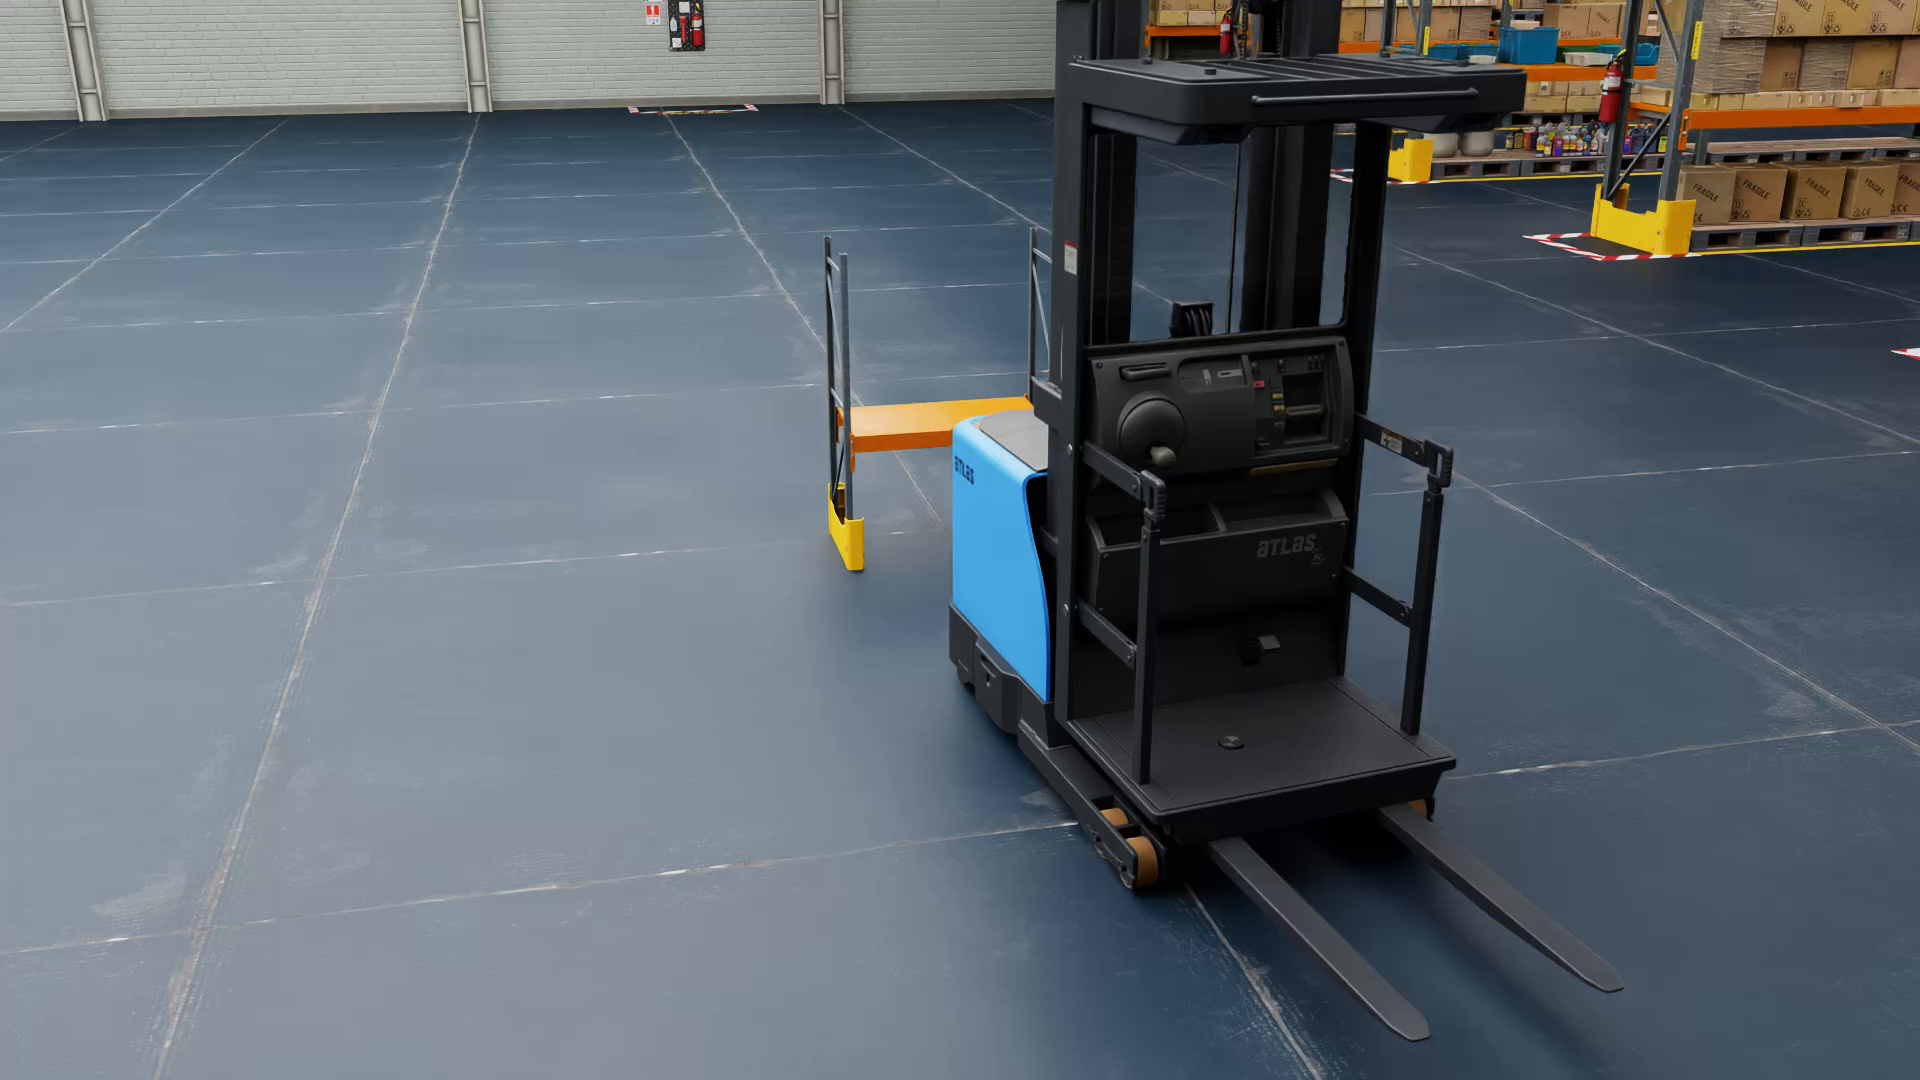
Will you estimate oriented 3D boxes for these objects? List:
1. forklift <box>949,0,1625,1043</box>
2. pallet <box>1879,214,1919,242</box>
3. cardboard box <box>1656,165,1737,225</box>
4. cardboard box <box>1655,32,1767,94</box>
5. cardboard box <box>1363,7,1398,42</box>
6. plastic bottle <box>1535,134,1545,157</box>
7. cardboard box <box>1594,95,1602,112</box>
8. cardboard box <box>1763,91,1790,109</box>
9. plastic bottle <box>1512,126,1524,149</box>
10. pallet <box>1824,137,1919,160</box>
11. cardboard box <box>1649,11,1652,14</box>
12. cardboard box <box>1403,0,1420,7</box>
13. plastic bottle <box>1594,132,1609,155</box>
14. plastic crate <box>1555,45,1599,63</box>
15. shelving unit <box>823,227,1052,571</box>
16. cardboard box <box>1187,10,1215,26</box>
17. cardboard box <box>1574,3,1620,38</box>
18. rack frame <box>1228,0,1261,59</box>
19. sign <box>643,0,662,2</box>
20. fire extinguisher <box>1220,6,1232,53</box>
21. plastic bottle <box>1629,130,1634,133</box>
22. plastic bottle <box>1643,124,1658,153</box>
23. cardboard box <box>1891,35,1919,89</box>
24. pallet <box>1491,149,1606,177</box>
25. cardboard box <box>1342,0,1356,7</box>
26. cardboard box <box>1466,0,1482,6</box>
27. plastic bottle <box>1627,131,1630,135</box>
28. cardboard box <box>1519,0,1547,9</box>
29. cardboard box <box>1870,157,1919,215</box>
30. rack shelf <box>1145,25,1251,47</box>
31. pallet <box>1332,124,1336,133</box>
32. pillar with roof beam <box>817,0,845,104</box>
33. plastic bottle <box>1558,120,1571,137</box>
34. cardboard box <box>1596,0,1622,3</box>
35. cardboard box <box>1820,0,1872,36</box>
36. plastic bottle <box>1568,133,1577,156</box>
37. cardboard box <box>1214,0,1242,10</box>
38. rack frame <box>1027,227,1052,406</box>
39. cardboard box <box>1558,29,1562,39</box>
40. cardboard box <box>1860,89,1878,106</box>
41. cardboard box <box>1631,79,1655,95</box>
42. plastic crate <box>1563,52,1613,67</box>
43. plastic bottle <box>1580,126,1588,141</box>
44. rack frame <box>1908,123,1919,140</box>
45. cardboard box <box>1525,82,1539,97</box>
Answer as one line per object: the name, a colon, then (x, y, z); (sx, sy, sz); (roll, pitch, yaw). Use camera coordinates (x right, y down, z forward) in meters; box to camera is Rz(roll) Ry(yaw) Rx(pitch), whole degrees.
forklift: (0.937, -0.427, 5.220); (1.130, 2.935, 3.031); (-7, 21, -19)
pallet: (9.767, -3.225, 16.813); (1.213, 0.211, 1.003); (-5, 21, -12)
cardboard box: (7.131, -3.350, 16.124); (0.500, 0.500, 0.500); (-1, 20, -2)
cardboard box: (7.061, -4.504, 15.672); (0.500, 0.500, 0.875); (-5, 21, -12)
cardboard box: (6.207, -7.802, 25.108); (0.500, 0.500, 0.700); (-4, 21, -11)
plastic bottle: (7.216, -4.906, 20.673); (0.097, 0.271, 0.097); (0, 20, 0)
cardboard box: (10.082, -6.893, 26.158); (0.500, 0.250, 0.500); (-4, 21, -11)
cardboard box: (7.585, -4.163, 15.683); (0.250, 0.149, 0.380); (-5, 21, -12)
plastic bottle: (7.176, -5.180, 21.403); (0.133, 0.283, 0.061); (-4, 21, -11)
pallet: (12.402, -5.217, 22.249); (1.213, 0.211, 1.003); (-5, 21, -12)
cardboard box: (12.749, -9.855, 31.194); (0.250, 0.149, 0.380); (-5, 21, -12)
cardboard box: (6.685, -8.074, 24.907); (0.250, 0.149, 0.380); (-4, 21, -11)
plastic bottle: (8.052, -4.986, 20.884); (0.135, 0.276, 0.152); (-4, 21, -11)
plastic crate: (7.887, -6.145, 21.038); (0.662, 0.188, 0.450); (-5, 21, -12)
shelving unit: (-0.074, -0.698, 8.040); (1.083, 1.500, 0.587); (-5, 21, -12)
cardboard box: (4.150, -9.174, 29.188); (0.500, 0.250, 0.500); (-5, 21, -14)
cardboard box: (9.888, -8.100, 25.920); (0.500, 0.500, 0.500); (-5, 21, -12)
rack frame: (4.244, -7.599, 24.699); (0.127, 3.000, 1.000); (-5, 21, -12)
sign: (-5.226, -9.198, 28.242); (0.331, 0.109, 0.001); (-5, 21, -12)
fire extinguisher: (4.022, -7.709, 25.112); (0.183, 0.674, 0.296); (-5, 21, -12)
plastic bottle: (8.763, -5.264, 21.752); (0.097, 0.201, 0.097); (0, 20, 0)
plastic bottle: (8.712, -5.073, 21.014); (0.185, 0.351, 0.144); (-5, 21, -14)
cardboard box: (9.002, -4.670, 16.126); (0.500, 0.500, 0.875); (-5, 21, -12)
pallet: (7.420, -4.811, 21.142); (1.213, 0.211, 1.003); (-5, 21, -12)
cardboard box: (5.679, -7.992, 24.683); (0.250, 0.149, 0.380); (-5, 21, -14)
cardboard box: (7.680, -8.155, 25.129); (0.250, 0.149, 0.380); (-5, 21, -14)
plastic bottle: (8.467, -5.070, 21.115); (0.135, 0.276, 0.152); (-5, 21, -12)
cardboard box: (10.430, -10.103, 30.750); (0.500, 0.500, 0.700); (-7, 21, -19)
cardboard box: (9.458, -3.557, 16.688); (0.500, 0.500, 0.500); (2, 20, 5)
rack shelf: (5.047, -9.078, 29.781); (4.000, 0.370, 1.077); (-5, 21, -12)
pallet: (4.978, -6.365, 25.382); (1.213, 0.211, 1.003); (-5, 21, -12)
pillar with roof beam: (-1.266, -10.503, 23.905); (0.400, 9.000, 9.100); (-5, 21, -12)
plastic bottle: (7.794, -5.247, 21.489); (0.185, 0.351, 0.144); (-5, 21, -13)
cardboard box: (11.929, -10.078, 30.858); (0.500, 0.500, 0.500); (-4, 20, -11)
cardboard box: (8.092, -4.969, 15.487); (0.500, 0.500, 0.500); (-5, 21, -12)
plastic bottle: (7.647, -4.941, 20.769); (0.097, 0.271, 0.097); (0, 20, 0)
cardboard box: (4.621, -9.560, 29.151); (0.500, 0.500, 0.500); (-5, 21, -14)
rack frame: (0.412, -0.738, 8.148); (0.032, 1.500, 0.500); (-5, 21, -12)
cardboard box: (9.046, -7.800, 25.611); (0.250, 0.149, 0.380); (-5, 21, -12)
cardboard box: (8.547, -4.258, 15.944); (0.250, 0.149, 0.380); (-5, 21, -12)
cardboard box: (10.580, -7.196, 26.169); (0.500, 0.311, 0.500); (-5, 21, -13)
plastic crate: (7.751, -5.921, 20.500); (0.437, 0.136, 0.530); (-5, 21, -12)
plastic bottle: (8.073, -5.219, 21.528); (0.097, 0.271, 0.097); (0, 20, 0)
rack frame: (13.165, -6.574, 21.901); (0.127, 3.000, 1.000); (-5, 21, -12)
cardboard box: (8.596, -7.035, 25.730); (0.500, 0.311, 0.500); (-5, 21, -12)
